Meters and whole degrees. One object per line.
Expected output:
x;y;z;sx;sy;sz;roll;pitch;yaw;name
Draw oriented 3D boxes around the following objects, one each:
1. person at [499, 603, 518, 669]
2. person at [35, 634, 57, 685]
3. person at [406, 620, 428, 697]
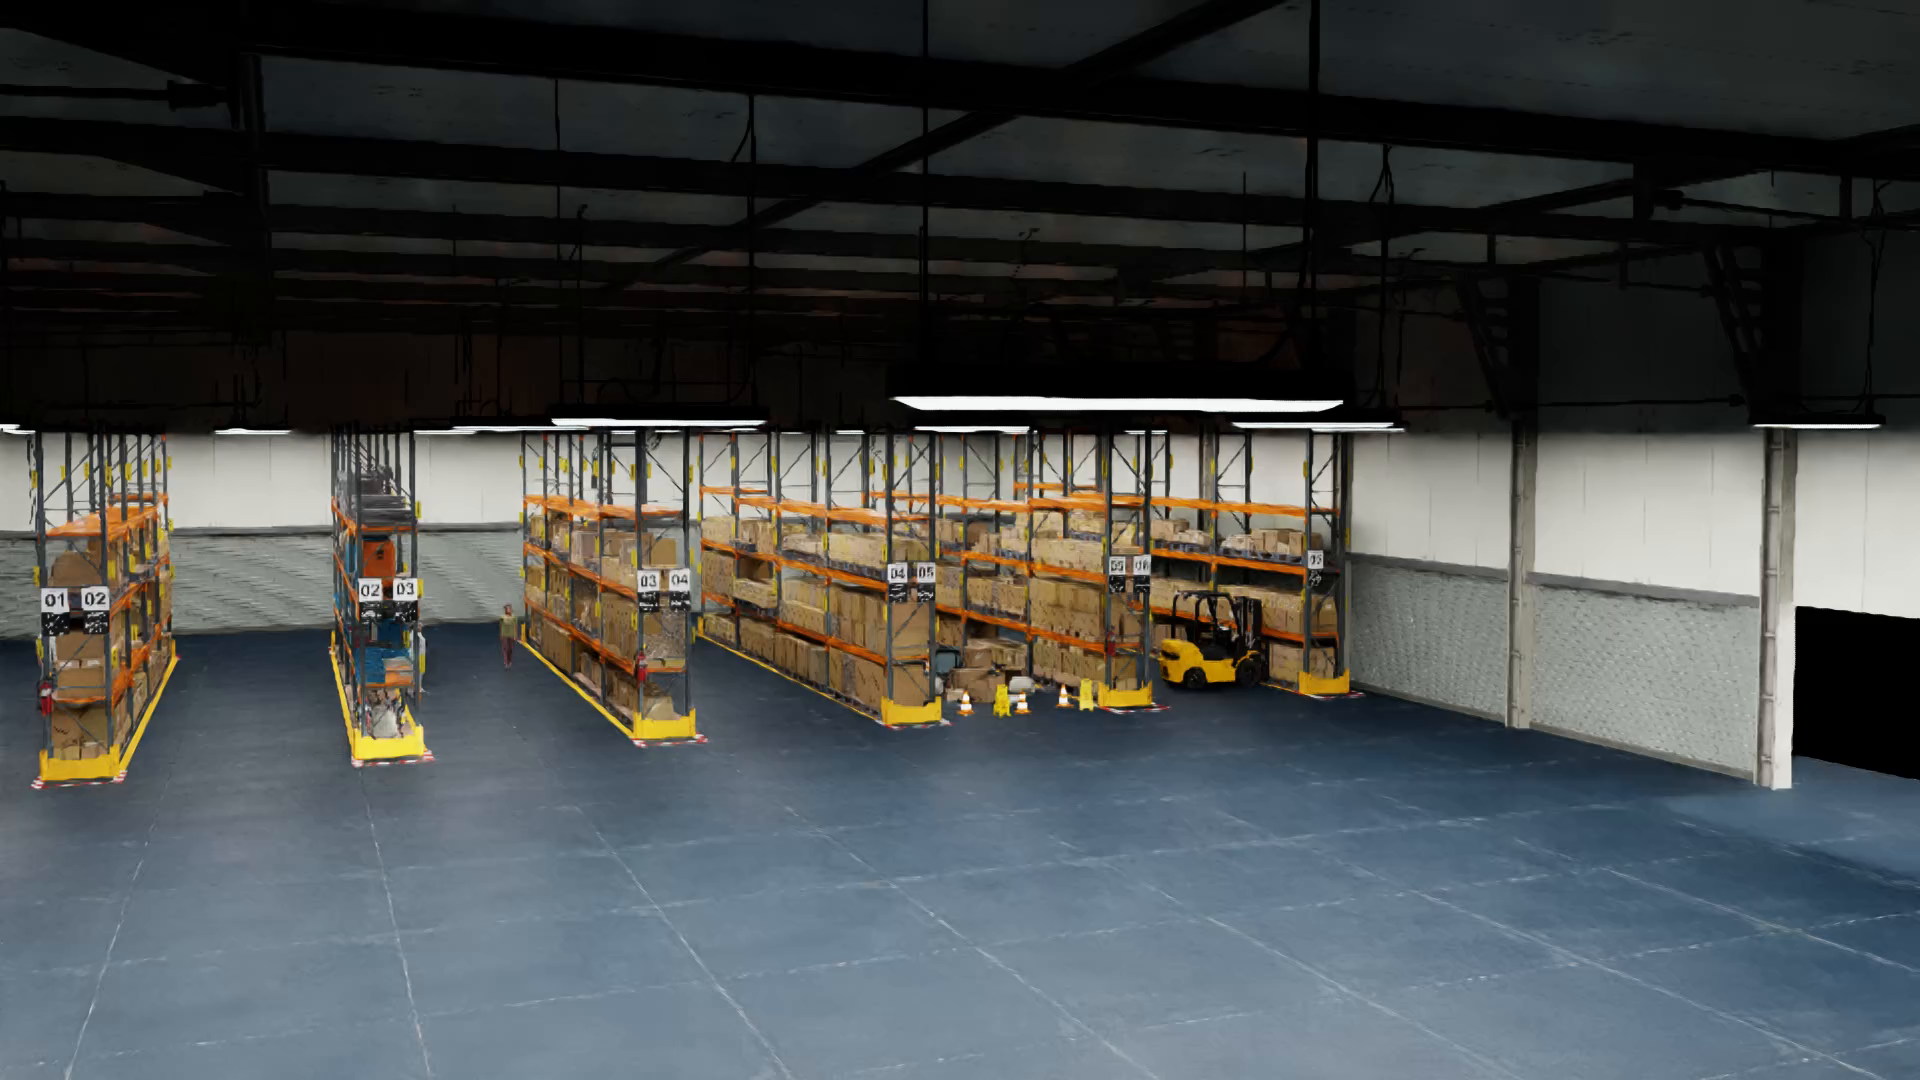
-11.126;2.351;41.032;0.446;1.584;1.110;-2;4;-24;person
-19.831;2.600;36.348;0.682;1.715;0.528;-2;4;-24;person
-11.996;2.589;36.685;0.406;1.661;0.657;0;4;-5;person
